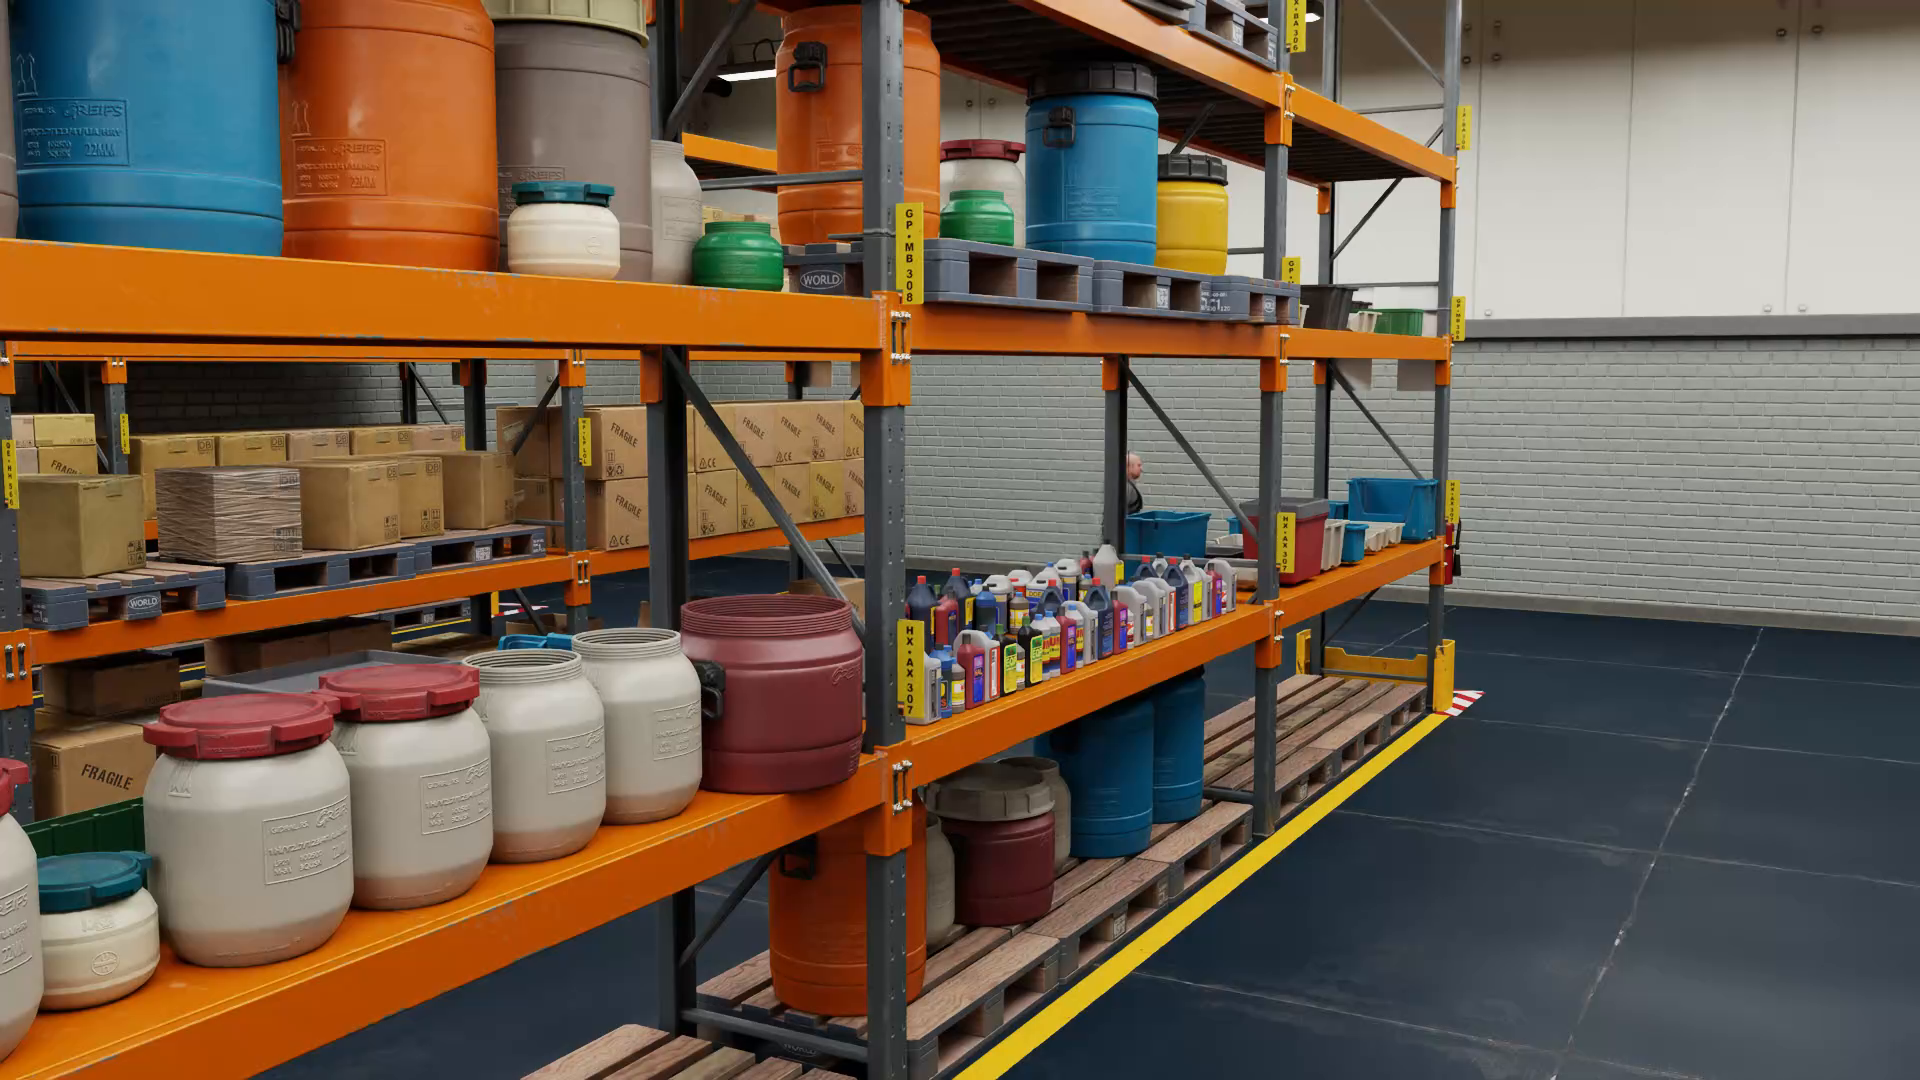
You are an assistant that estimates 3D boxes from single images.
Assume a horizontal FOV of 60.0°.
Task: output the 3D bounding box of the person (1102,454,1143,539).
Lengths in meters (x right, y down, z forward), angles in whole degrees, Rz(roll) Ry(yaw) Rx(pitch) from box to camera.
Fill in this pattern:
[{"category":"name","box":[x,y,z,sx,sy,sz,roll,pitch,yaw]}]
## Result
[{"category":"person","box":[1.584,0.007,16.483,0.466,1.719,0.573,-1,6,-5]}]
